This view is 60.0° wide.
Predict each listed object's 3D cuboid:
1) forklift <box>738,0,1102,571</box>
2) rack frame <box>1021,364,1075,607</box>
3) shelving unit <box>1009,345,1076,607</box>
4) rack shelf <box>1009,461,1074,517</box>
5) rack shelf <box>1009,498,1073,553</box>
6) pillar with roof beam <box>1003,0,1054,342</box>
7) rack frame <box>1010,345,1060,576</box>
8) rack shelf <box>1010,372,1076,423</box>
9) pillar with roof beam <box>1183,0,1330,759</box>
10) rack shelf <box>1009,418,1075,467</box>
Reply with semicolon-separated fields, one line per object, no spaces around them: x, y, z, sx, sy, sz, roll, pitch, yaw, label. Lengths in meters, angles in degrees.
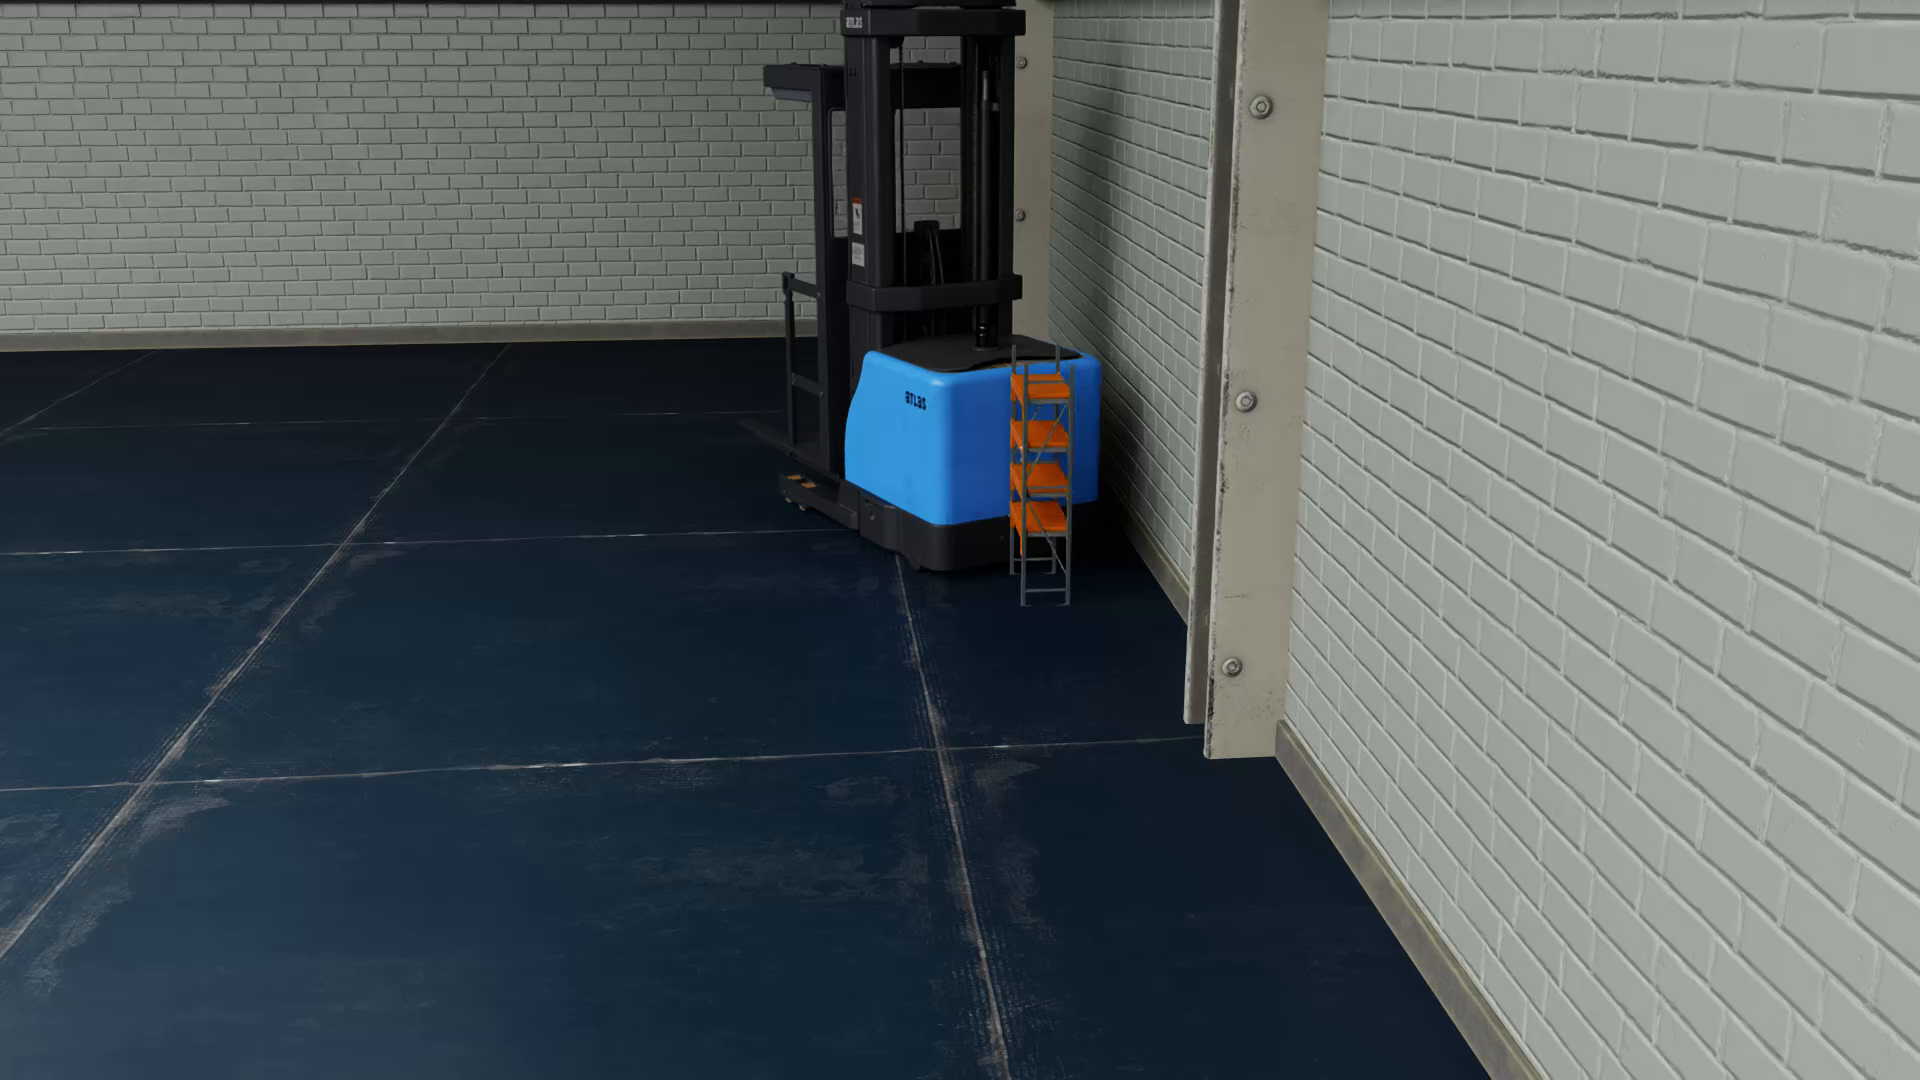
-0.418;-1.630;9.477;1.130;2.935;3.031;-10;20;-28;forklift
0.418;-0.249;7.966;0.240;1.200;0.015;-1;17;-5;rack frame
0.397;-0.321;8.198;0.258;1.200;0.503;-1;17;-5;shelving unit
0.397;-0.257;8.218;0.258;0.148;0.480;-1;17;-5;rack shelf
0.397;-0.068;8.277;0.258;0.148;0.480;-1;17;-5;rack shelf
-3.809;-5.160;10.590;9.100;9.000;0.400;-2;18;-6;pillar with roof beam
0.377;-0.394;8.430;0.240;1.200;0.015;-1;17;-5;rack frame
0.397;-0.696;8.080;0.258;0.148;0.480;-1;17;-5;rack shelf
-3.190;-3.373;4.896;9.100;9.000;0.400;-2;18;-6;pillar with roof beam
0.397;-0.471;8.151;0.258;0.148;0.480;-1;17;-5;rack shelf
